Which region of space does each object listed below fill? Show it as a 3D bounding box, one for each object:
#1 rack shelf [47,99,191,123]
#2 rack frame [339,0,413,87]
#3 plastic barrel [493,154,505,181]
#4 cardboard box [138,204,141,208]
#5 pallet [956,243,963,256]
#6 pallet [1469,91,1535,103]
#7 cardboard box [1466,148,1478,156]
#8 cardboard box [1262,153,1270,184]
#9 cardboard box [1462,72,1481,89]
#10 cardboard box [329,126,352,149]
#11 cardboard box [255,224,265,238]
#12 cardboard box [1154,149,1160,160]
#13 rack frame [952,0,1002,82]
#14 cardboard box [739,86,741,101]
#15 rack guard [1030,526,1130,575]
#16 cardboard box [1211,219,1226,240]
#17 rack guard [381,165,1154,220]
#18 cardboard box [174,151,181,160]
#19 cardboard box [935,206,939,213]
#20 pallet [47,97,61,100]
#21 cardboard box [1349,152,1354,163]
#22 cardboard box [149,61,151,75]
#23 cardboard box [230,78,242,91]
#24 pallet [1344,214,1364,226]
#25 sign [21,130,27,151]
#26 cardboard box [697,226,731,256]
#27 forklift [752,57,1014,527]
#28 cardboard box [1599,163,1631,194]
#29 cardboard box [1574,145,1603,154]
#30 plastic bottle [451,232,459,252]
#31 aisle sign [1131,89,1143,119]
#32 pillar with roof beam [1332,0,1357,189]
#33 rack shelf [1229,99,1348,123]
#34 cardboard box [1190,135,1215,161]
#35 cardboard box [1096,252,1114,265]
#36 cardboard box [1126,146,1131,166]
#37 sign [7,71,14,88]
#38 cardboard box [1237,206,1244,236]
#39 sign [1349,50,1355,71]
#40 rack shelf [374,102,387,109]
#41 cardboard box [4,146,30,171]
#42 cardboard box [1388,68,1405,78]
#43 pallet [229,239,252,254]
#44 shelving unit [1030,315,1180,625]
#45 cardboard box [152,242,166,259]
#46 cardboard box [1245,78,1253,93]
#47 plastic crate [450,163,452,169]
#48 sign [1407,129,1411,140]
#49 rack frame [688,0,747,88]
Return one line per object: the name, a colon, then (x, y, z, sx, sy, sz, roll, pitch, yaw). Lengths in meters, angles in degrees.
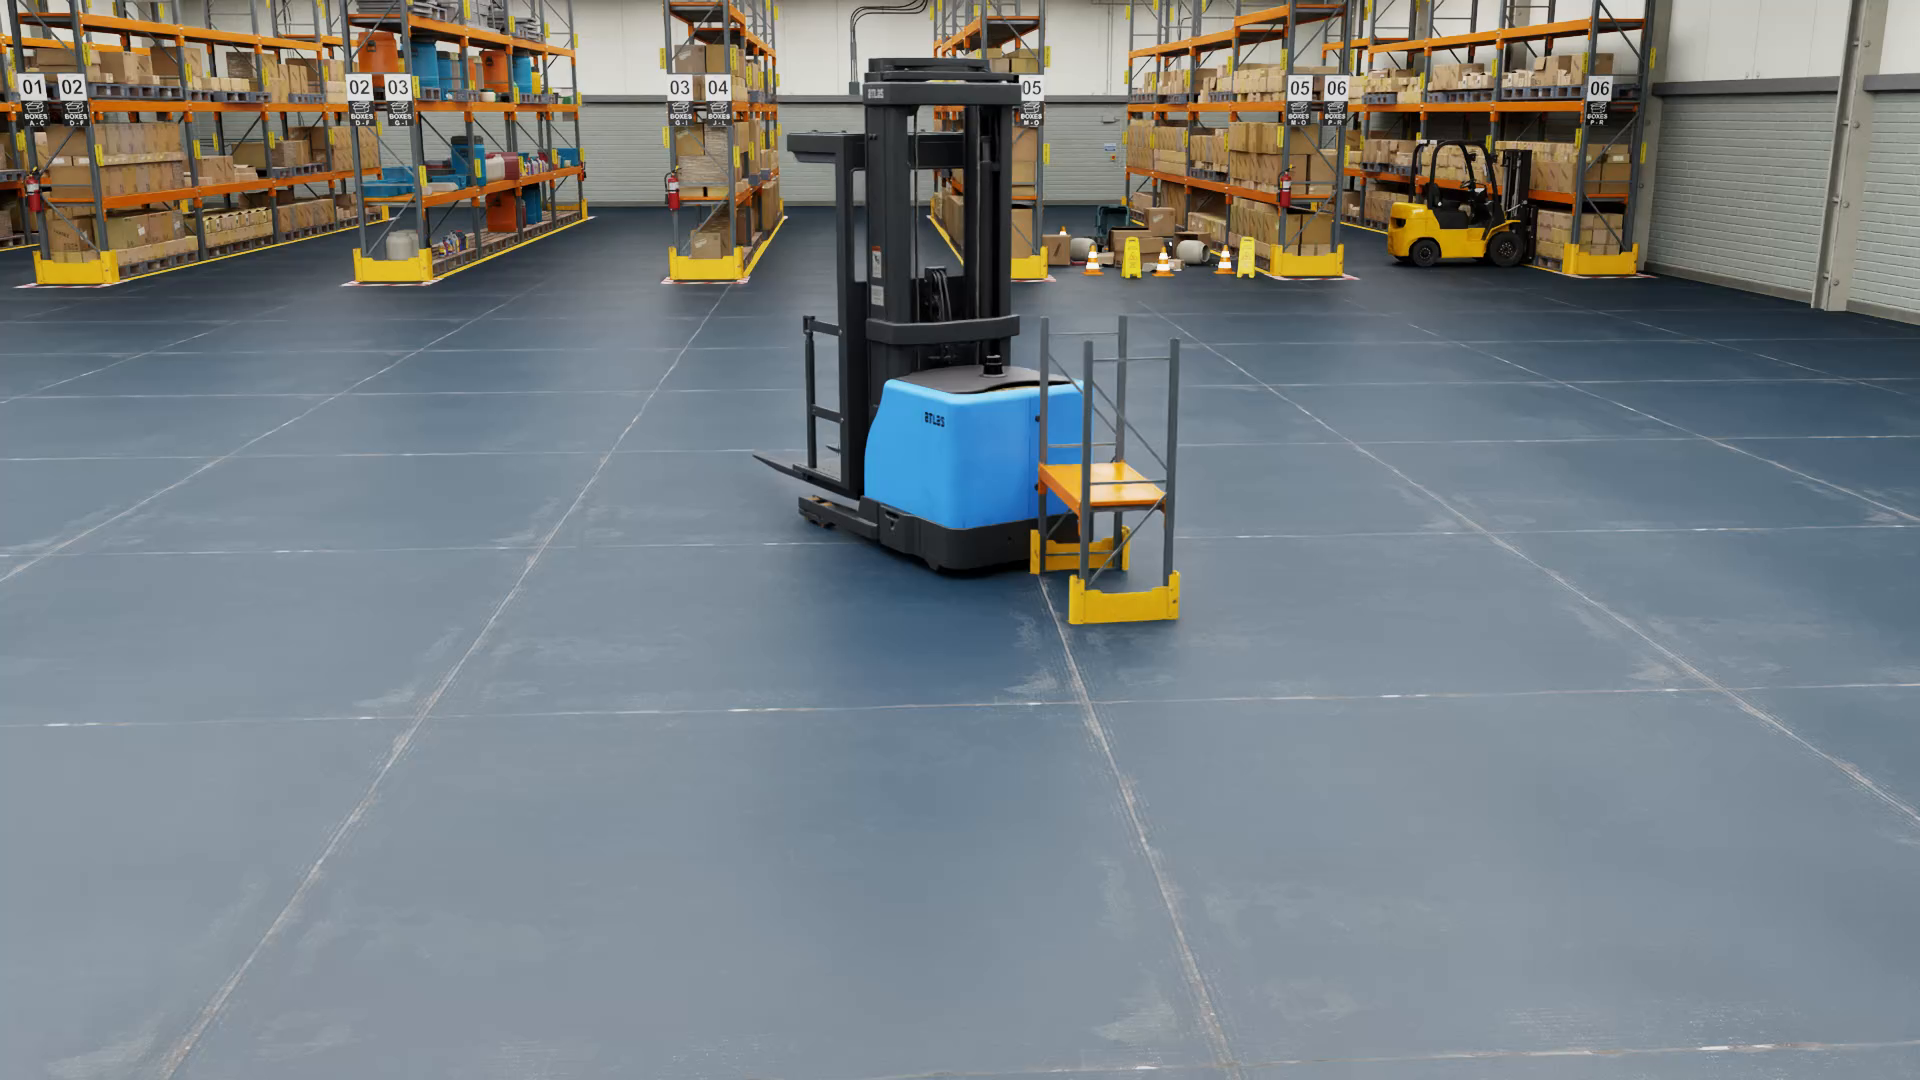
rack shelf: (-14.132, -7.152, 27.728, 1.077, 0.370, 4.000, -1, 14, -3)
rack frame: (-9.064, -8.531, 25.625, 1.000, 3.000, 0.127, -1, 14, -3)
plastic barrel: (-9.283, -7.417, 33.109, 0.421, 0.512, 0.421, 0, 14, 0)
cardboard box: (-19.697, -7.890, 39.347, 0.700, 0.500, 0.500, -1, 14, -2)
pallet: (0.465, -5.589, 31.824, 1.003, 0.211, 1.213, -1, 14, -3)
pallet: (10.409, -8.507, 31.934, 0.805, 0.209, 1.217, -1, 15, -6)
cardboard box: (10.088, -7.561, 32.390, 0.380, 0.149, 0.250, -1, 14, -5)
cardboard box: (5.435, -6.303, 28.207, 0.500, 0.500, 0.500, -1, 14, -3)
cardboard box: (10.140, -8.956, 32.431, 0.500, 0.311, 0.500, -1, 14, -5)
cardboard box: (-14.564, -9.445, 39.009, 0.500, 0.500, 0.500, -1, 14, -5)
cardboard box: (-14.193, -6.156, 33.110, 0.500, 0.250, 0.500, -1, 14, -4)
cardboard box: (4.772, -8.895, 38.377, 0.500, 0.250, 0.500, -1, 14, -5)
rack frame: (0.340, -10.649, 33.854, 1.000, 3.000, 0.127, -1, 14, -3)
cardboard box: (-3.995, -7.587, 28.275, 0.500, 0.250, 0.500, 0, 14, -2)
rack guard: (0.705, 0.060, 9.790, 0.587, 0.250, 0.087, -2, 15, -9)
cardboard box: (5.439, -6.090, 32.607, 0.950, 0.372, 0.625, 0, 14, 0)
rack guard: (-5.014, -8.386, 40.458, 20.942, 1.325, 4.102, -1, 14, -3)
cardboard box: (-14.012, -6.782, 29.362, 0.380, 0.149, 0.250, -1, 14, -5)
cardboard box: (-0.416, -8.230, 41.371, 0.380, 0.149, 0.250, -1, 14, -3)
pallet: (-19.613, -9.261, 34.860, 1.003, 0.211, 1.213, 0, 14, -1)
cardboard box: (9.660, -9.236, 40.107, 0.500, 0.250, 0.500, -1, 14, -3)
cardboard box: (-19.606, -11.145, 39.554, 0.500, 0.500, 0.500, 0, 14, -2)
cardboard box: (-14.369, -8.881, 32.463, 0.500, 0.250, 0.500, 0, 14, -2)
pallet: (9.939, -7.738, 40.176, 1.003, 0.211, 1.213, -1, 14, -3)
sign: (-14.551, -6.221, 25.886, 0.100, 0.325, 0.005, -1, 14, -3)
cardboard box: (-4.234, -5.155, 28.715, 0.500, 0.500, 0.500, 0, 14, 2)
forklift: (-0.406, -1.557, 10.696, 1.121, 2.935, 3.031, -9, 17, -32)
cardboard box: (10.970, -6.109, 28.048, 0.500, 0.500, 0.500, 0, 14, -2)
cardboard box: (10.491, -6.525, 27.768, 0.380, 0.149, 0.250, -1, 14, -3)
plastic bottle: (-8.953, -5.267, 29.411, 0.144, 0.351, 0.185, -1, 14, -4)
aisle sign: (4.485, -11.107, 42.458, 0.394, 0.787, 0.004, -1, 14, -3)
pillar with roof beam: (6.168, -13.435, 44.685, 9.100, 9.000, 0.400, -1, 14, -3)
rack shelf: (5.646, -7.457, 28.913, 1.077, 0.370, 4.000, -1, 14, -3)
cardboard box: (5.071, -8.125, 34.446, 0.500, 0.500, 0.500, -1, 14, -5)
cardboard box: (2.533, -5.025, 29.525, 0.396, 0.266, 0.258, 2, 15, 6)
cardboard box: (4.522, -9.759, 42.236, 0.500, 0.500, 0.500, -1, 14, -4)
sign: (-18.906, -9.173, 33.103, 0.100, 0.325, 0.005, -1, 14, -3)
cardboard box: (5.334, -5.801, 30.224, 0.500, 0.500, 0.500, 0, 14, -1)
sign: (6.312, -7.740, 26.814, 0.100, 0.325, 0.005, -1, 14, -3)
rack shelf: (-9.188, -7.322, 27.997, 0.919, 0.124, 3.809, -1, 14, -3)
cardboard box: (-19.223, -7.789, 33.943, 0.500, 0.500, 0.500, 0, 14, -2)
cardboard box: (10.068, -10.770, 38.377, 0.396, 0.266, 0.258, -1, 14, -4)
pallet: (-14.420, -5.681, 32.184, 1.003, 0.211, 1.213, -1, 14, -3)
shelving unit: (0.790, -0.423, 9.159, 0.587, 1.500, 1.083, -2, 15, -9)
cardboard box: (-13.911, -4.932, 28.350, 0.500, 0.250, 0.500, -1, 14, -3)
cardboard box: (5.336, -8.008, 29.313, 0.500, 0.250, 0.500, -1, 14, -3)
plastic crate: (-9.691, -6.882, 31.288, 0.392, 0.384, 0.575, -1, 14, -3)
sign: (10.534, -9.487, 39.057, 0.100, 0.325, 0.005, -1, 14, -3)
rack frame: (-4.369, -9.602, 29.788, 1.000, 3.000, 0.127, -1, 14, -3)
